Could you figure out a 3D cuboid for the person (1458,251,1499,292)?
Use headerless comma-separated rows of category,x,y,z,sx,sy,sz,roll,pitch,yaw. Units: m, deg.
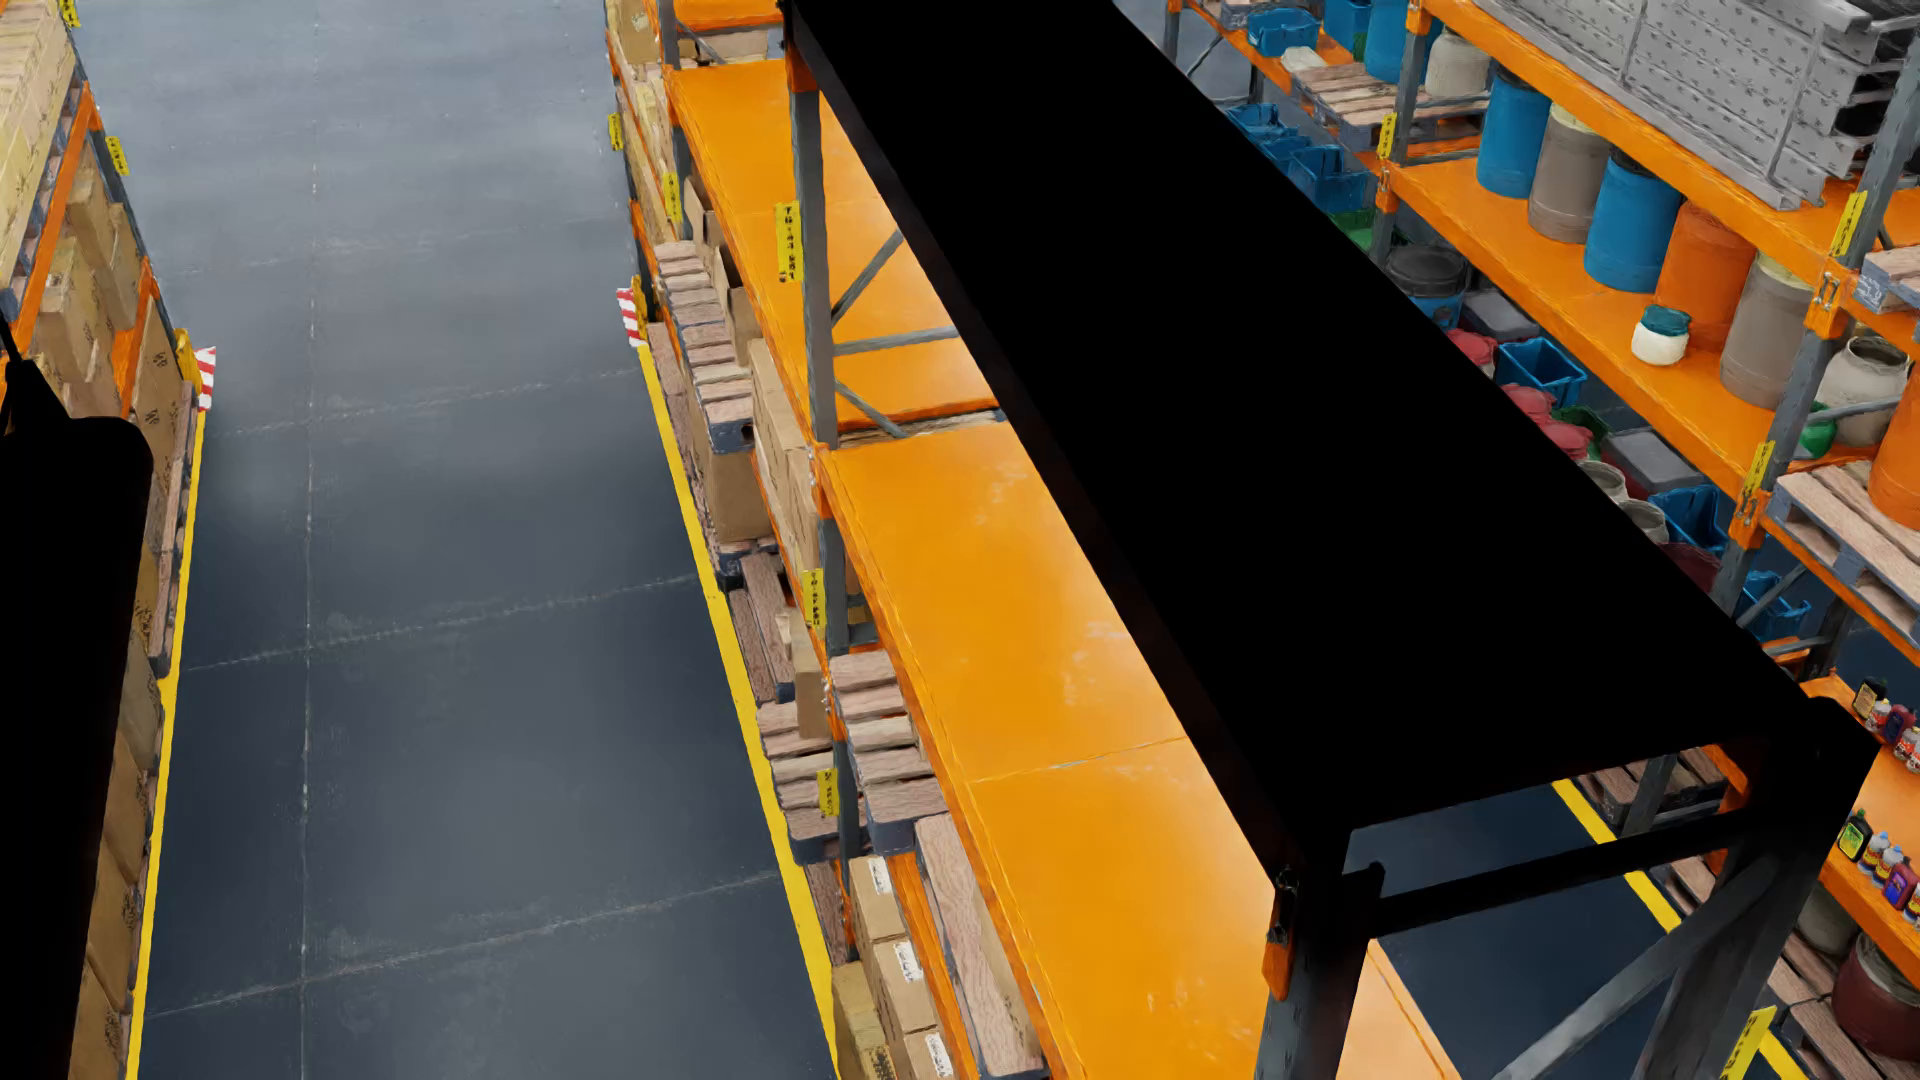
person,4.715,-2.542,14.663,0.682,1.715,0.542,-12,40,-15
